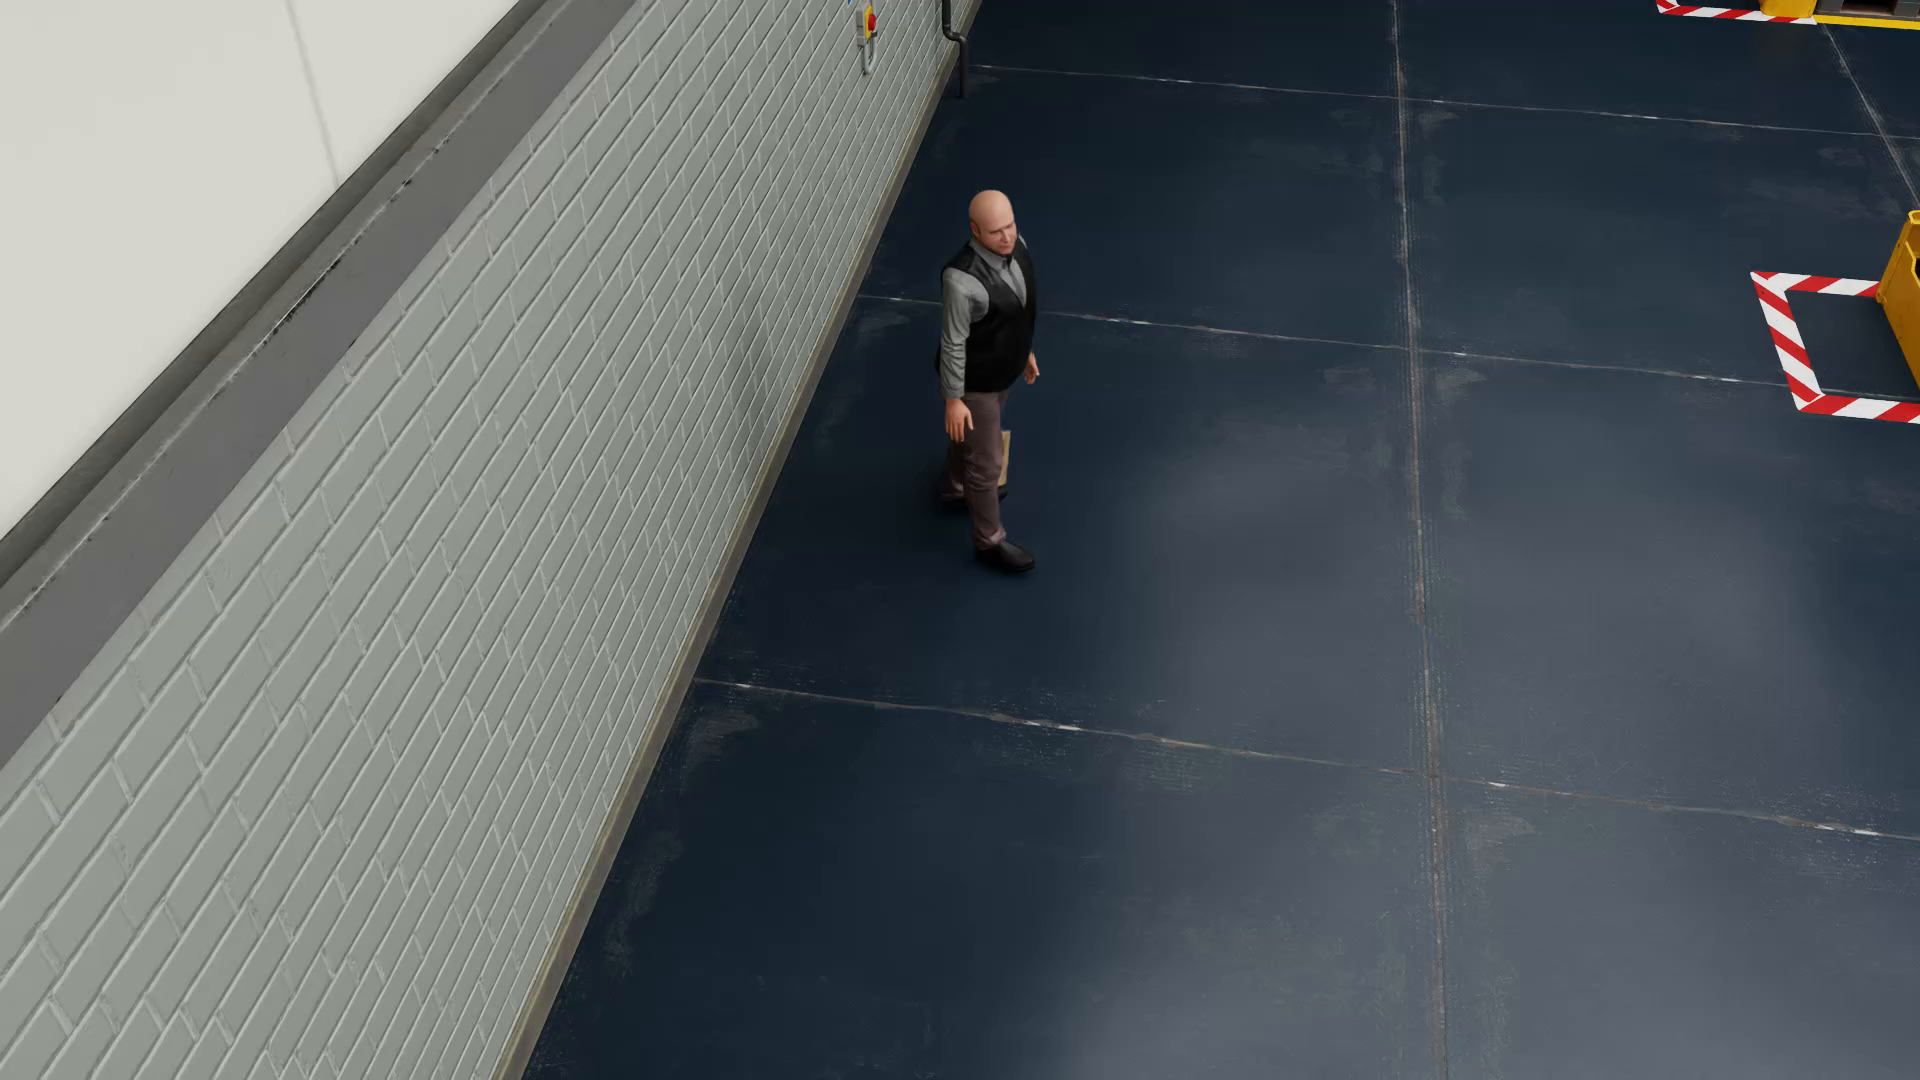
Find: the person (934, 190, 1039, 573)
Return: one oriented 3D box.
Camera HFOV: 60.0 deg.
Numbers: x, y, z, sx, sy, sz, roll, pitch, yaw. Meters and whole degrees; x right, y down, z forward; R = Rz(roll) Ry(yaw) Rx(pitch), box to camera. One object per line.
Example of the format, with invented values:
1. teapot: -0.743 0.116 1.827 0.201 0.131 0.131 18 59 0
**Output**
1. person: 0.128 -0.674 6.939 0.587 1.719 0.621 17 43 19
